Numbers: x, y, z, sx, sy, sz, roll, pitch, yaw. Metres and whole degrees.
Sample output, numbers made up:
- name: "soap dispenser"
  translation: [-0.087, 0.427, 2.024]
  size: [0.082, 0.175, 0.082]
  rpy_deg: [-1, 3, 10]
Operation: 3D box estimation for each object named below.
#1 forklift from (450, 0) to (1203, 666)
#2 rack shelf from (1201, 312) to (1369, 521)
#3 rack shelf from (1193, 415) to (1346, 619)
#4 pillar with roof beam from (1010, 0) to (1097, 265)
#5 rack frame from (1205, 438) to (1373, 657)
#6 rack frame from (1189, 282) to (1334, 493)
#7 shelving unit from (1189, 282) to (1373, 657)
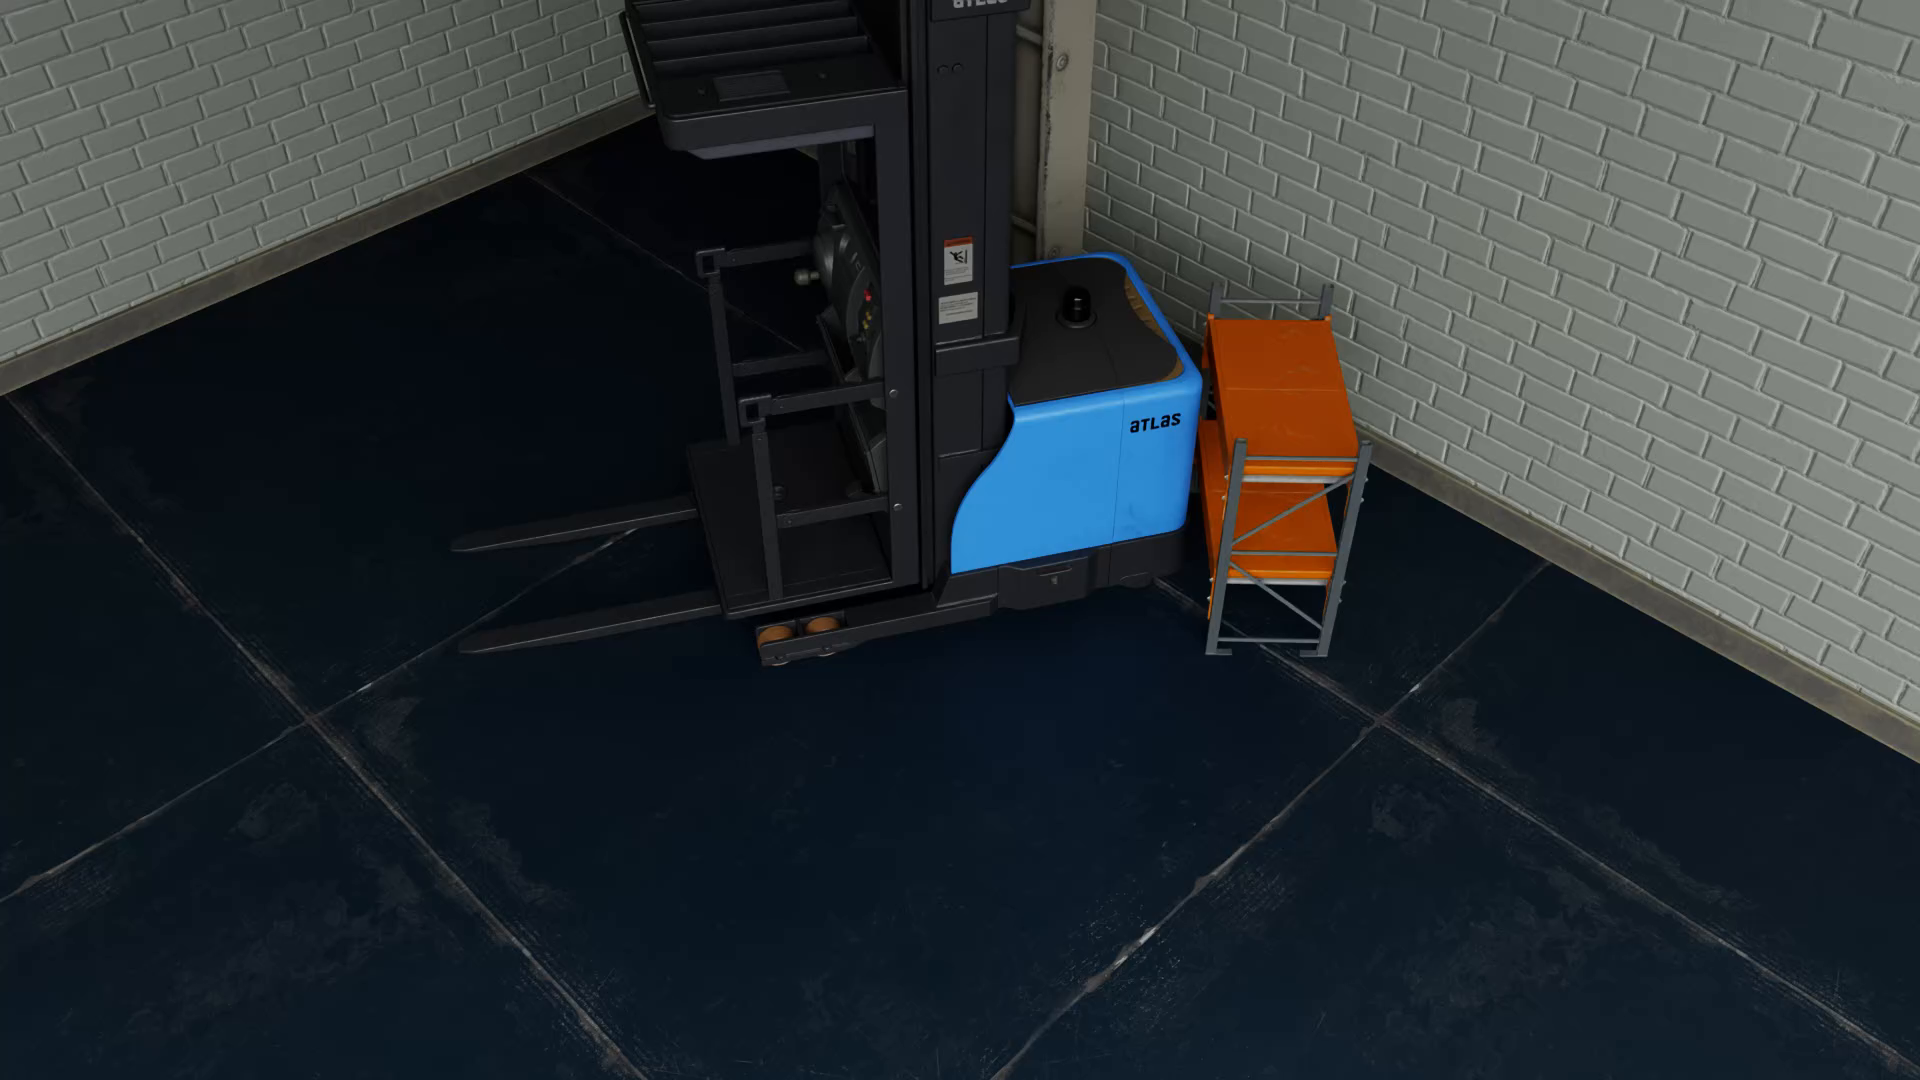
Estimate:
- name: "forklift"
  translation: [-0.607, -0.963, 6.249]
  size: [3.031, 2.935, 1.130]
  rpy_deg: [-11, 44, -11]
- name: "rack shelf"
  translation: [1.275, -0.506, 6.655]
  size: [0.538, 0.278, 1.000]
  rpy_deg: [1, 43, 1]
- name: "rack shelf"
  translation: [1.275, -0.112, 7.020]
  size: [0.538, 0.278, 1.000]
  rpy_deg: [1, 43, 1]
- name: "pillar with roof beam"
  translation: [-2.667, -2.531, 3.476]
  size: [9.100, 9.000, 0.400]
  rpy_deg: [-34, 53, -31]
- name: "rack frame"
  translation: [1.262, 0.054, 6.481]
  size: [0.500, 1.125, 0.032]
  rpy_deg: [1, 43, 1]
- name: "rack frame"
  translation: [1.289, -0.636, 7.227]
  size: [0.500, 1.125, 0.032]
  rpy_deg: [1, 43, 1]
- name: "shelving unit"
  translation: [1.275, -0.291, 6.854]
  size: [0.538, 1.125, 1.048]
  rpy_deg: [1, 43, 1]
